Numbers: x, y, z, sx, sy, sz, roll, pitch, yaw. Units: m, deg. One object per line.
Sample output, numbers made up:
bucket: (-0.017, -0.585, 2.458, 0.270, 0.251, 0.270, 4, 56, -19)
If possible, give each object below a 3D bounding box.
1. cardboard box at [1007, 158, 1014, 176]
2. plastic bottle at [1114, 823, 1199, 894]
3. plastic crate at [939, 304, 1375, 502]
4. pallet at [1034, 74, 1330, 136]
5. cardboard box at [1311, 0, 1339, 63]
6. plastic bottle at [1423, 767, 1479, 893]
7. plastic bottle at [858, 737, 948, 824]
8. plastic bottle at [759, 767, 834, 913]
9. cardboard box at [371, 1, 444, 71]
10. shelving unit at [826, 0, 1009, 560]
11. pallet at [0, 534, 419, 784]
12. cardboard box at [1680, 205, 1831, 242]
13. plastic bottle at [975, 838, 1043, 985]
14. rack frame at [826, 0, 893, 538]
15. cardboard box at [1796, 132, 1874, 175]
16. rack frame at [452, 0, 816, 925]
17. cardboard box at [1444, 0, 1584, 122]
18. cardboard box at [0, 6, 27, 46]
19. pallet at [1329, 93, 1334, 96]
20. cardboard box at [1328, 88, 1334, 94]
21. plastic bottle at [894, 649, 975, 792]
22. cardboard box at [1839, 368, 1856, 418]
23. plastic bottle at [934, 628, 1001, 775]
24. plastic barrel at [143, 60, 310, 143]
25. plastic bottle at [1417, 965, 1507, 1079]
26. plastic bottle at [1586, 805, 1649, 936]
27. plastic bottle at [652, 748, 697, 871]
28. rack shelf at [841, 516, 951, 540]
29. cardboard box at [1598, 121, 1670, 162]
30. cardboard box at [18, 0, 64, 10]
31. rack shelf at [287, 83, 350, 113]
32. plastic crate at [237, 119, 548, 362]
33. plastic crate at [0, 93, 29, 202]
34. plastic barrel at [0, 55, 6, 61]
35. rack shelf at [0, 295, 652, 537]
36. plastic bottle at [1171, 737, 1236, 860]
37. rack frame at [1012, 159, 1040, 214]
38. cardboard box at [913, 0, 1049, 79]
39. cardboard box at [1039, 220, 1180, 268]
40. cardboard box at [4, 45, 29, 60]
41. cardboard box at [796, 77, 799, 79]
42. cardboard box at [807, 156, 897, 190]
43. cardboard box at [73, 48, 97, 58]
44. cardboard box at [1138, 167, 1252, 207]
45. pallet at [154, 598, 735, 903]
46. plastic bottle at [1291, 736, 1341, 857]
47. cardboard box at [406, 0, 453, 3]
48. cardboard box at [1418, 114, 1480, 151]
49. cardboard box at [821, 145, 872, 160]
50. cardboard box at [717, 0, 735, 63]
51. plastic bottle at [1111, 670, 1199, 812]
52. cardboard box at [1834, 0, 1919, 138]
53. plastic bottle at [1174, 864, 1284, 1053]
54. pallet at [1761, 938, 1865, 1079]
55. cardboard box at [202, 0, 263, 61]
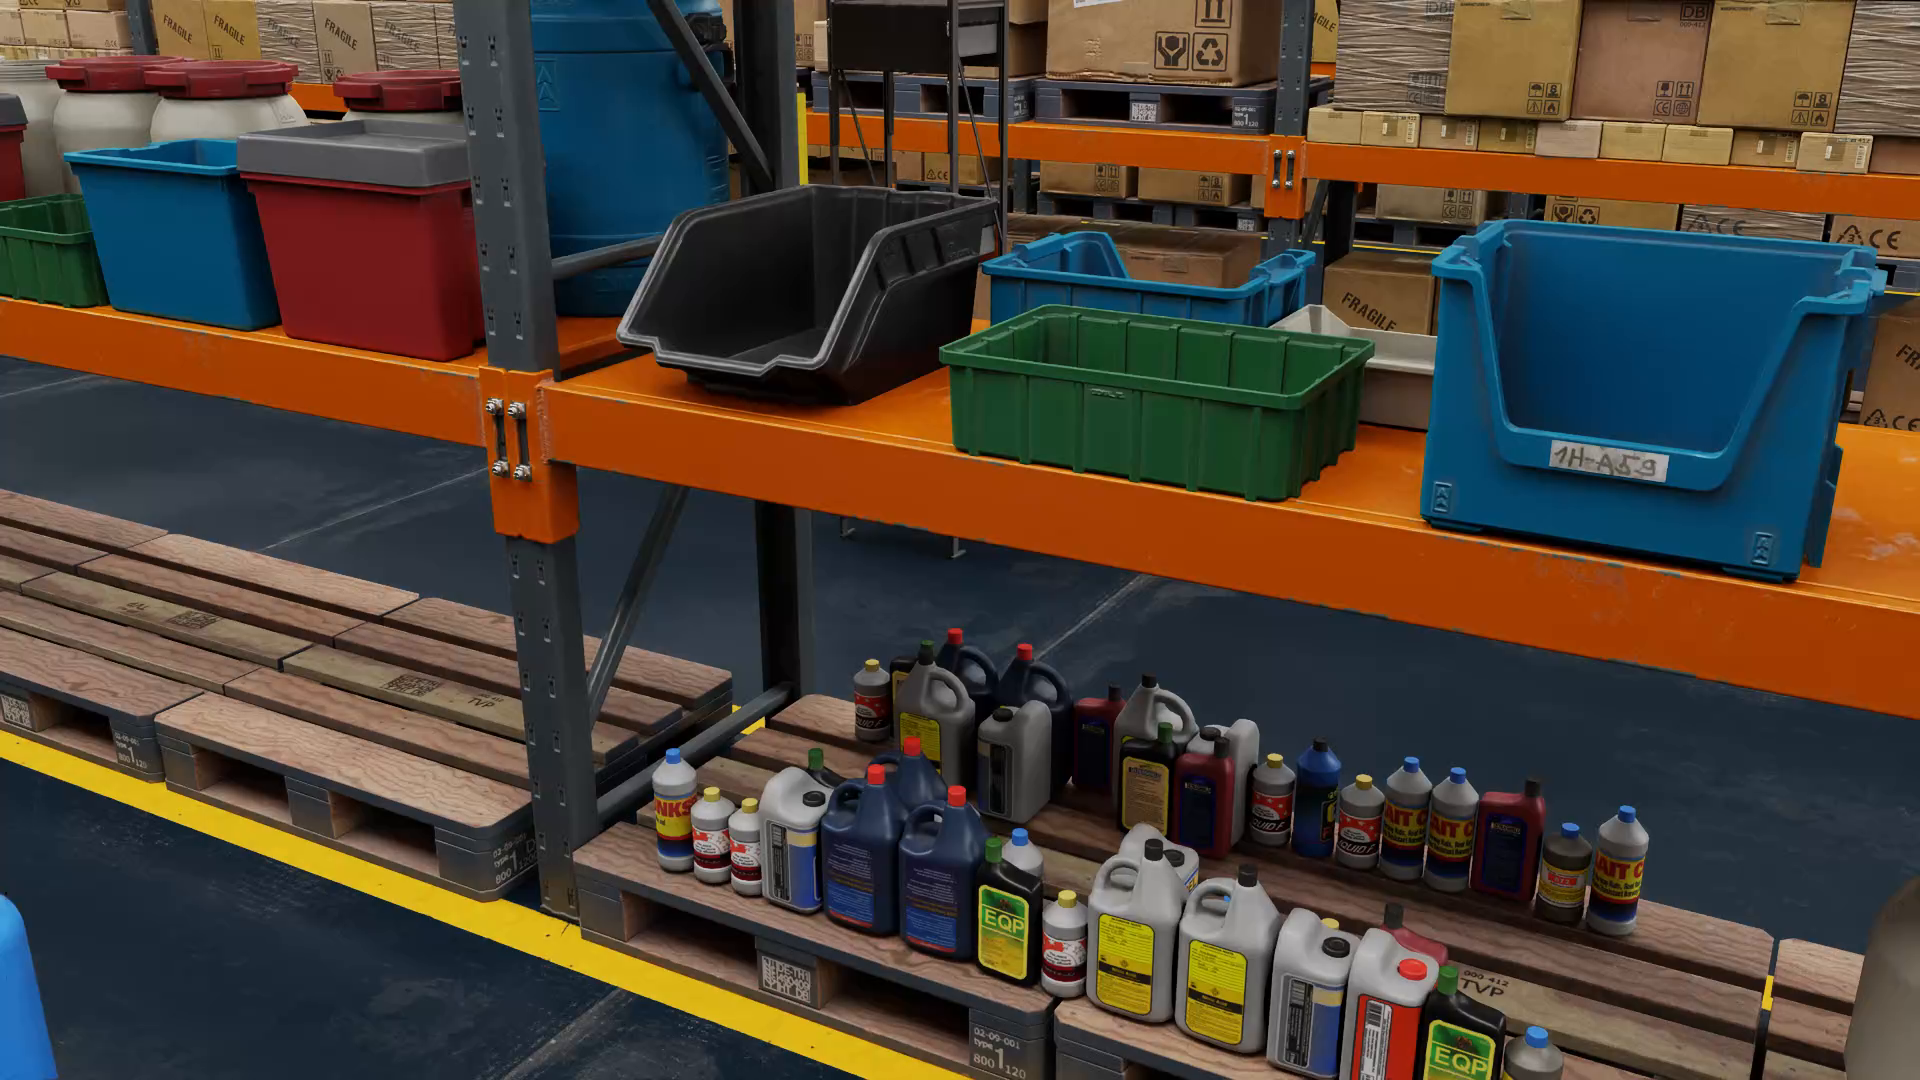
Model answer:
cardboard box: (0.243, -3.483, 14.619, 0.500, 0.500, 0.500, 10, 22, 25)
plastic bottle: (0.394, 0.717, 3.338, 0.135, 0.276, 0.152, 11, 23, 27)
plastic crate: (0.353, -0.259, 2.990, 0.662, 0.188, 0.450, 11, 23, 27)
pallet: (1.125, -2.223, 8.375, 1.213, 0.211, 1.003, 11, 23, 27)
cardboard box: (2.760, -3.825, 12.363, 0.500, 0.500, 0.500, 11, 23, 28)
plastic bottle: (1.068, 0.622, 3.608, 0.097, 0.271, 0.097, 0, 20, 0)
plastic bottle: (-0.121, 0.585, 3.592, 0.185, 0.351, 0.144, 11, 23, 27)
plastic bottle: (-0.334, 0.635, 3.566, 0.135, 0.276, 0.152, 12, 23, 29)
cardboard box: (-3.210, -3.033, 10.181, 0.500, 0.500, 0.500, 10, 22, 26)
shelving unit: (-0.145, -1.015, 6.083, 0.503, 2.100, 0.431, 11, 23, 27)
pallet: (-2.468, 0.321, 5.170, 1.213, 0.211, 1.003, 11, 23, 27)
cardboard box: (5.532, -2.527, 11.432, 0.875, 0.875, 0.875, 11, 23, 28)
plastic bottle: (0.097, 0.731, 3.289, 0.133, 0.283, 0.061, 12, 23, 30)
rack frame: (-0.358, -1.055, 6.195, 0.015, 2.100, 0.400, 11, 23, 27)
cardboard box: (3.503, -1.563, 6.645, 0.250, 0.149, 0.380, 11, 23, 27)
rack frame: (-0.694, -0.668, 3.808, 0.127, 3.000, 1.000, 11, 23, 27)
cardboard box: (2.503, -2.143, 7.290, 0.500, 0.500, 0.875, 11, 23, 27)
cardboard box: (-6.675, -3.708, 11.971, 0.500, 0.250, 0.500, 11, 23, 28)
pallet: (4.846, -6.061, 22.764, 1.213, 0.211, 1.003, 11, 23, 27)
cardboard box: (5.006, -6.265, 22.287, 0.500, 0.500, 0.500, 12, 23, 29)
plastic bottle: (-0.062, 0.435, 4.008, 0.185, 0.351, 0.144, 11, 23, 27)
cardboard box: (3.601, -0.807, 7.242, 0.500, 0.500, 0.500, 13, 24, 32)
plastic bottle: (0.009, 0.392, 4.126, 0.185, 0.351, 0.144, 10, 22, 26)
plastic barrel: (-2.063, -1.078, 4.740, 0.433, 0.535, 0.433, 0, 20, 0)
plastic bottle: (0.870, 0.878, 2.883, 0.133, 0.283, 0.061, 11, 23, 29)
plastic bottle: (1.367, 0.679, 3.451, 0.097, 0.271, 0.097, 0, 20, 0)
plastic bottle: (-0.630, 0.591, 3.692, 0.097, 0.271, 0.097, 0, 20, 0)
rack shelf: (-0.145, -0.344, 6.326, 0.480, 0.518, 0.431, 11, 23, 27)
cardboard box: (2.866, -1.699, 7.017, 0.250, 0.149, 0.380, 11, 23, 27)
cardboard box: (-6.230, -3.976, 11.612, 0.500, 0.500, 0.500, 11, 23, 28)
rack shelf: (-3.517, -2.802, 10.746, 4.000, 0.370, 1.077, 11, 23, 27)
plastic crate: (-1.266, -0.688, 3.768, 0.583, 0.464, 0.402, 11, 23, 27)
plastic crate: (-2.925, -1.004, 4.639, 0.583, 0.464, 0.402, 11, 23, 27)
plastic barrel: (-3.184, -1.278, 5.326, 0.421, 0.512, 0.421, 0, 20, 0)
rack shelf: (-2.440, -0.662, 4.848, 4.000, 0.370, 1.077, 11, 23, 27)
plastic bottle: (0.547, 0.569, 3.736, 0.133, 0.283, 0.061, 11, 23, 27)
rack frame: (0.736, -4.268, 13.731, 0.127, 3.000, 1.000, 11, 23, 27)
cardboard box: (0.163, -2.649, 8.503, 0.637, 0.503, 0.797, 13, 24, 33)
cardboard box: (0.789, -1.368, 8.757, 0.500, 0.500, 0.700, 11, 22, 27)
cardboard box: (-6.587, -3.479, 11.926, 0.250, 0.149, 0.380, 11, 23, 28)
cardboard box: (-1.540, -4.170, 15.411, 0.500, 0.250, 0.500, 12, 23, 30)
cardboard box: (-0.703, -2.004, 9.413, 0.500, 0.250, 0.500, 14, 24, 33)
cardboard box: (-5.914, -3.351, 11.572, 0.250, 0.149, 0.380, 11, 23, 28)
cardboard box: (1.989, -3.135, 13.292, 0.750, 0.750, 1.050, 11, 23, 28)
pallet: (-1.399, 0.524, 4.612, 1.213, 0.211, 1.003, 11, 23, 27)
plastic bottle: (0.804, 0.571, 3.747, 0.097, 0.271, 0.097, 0, 20, 0)
cardboard box: (-2.969, -3.562, 10.168, 0.637, 0.503, 0.797, 11, 23, 29)
cardboard box: (2.206, -1.820, 7.353, 0.250, 0.149, 0.380, 11, 23, 27)
cardboard box: (-0.887, -3.492, 14.643, 0.500, 0.500, 0.500, 10, 22, 25)
cardboard box: (-1.280, -2.974, 9.403, 0.500, 0.500, 0.500, 8, 21, 21)
plastic bottle: (0.458, 0.477, 3.890, 0.185, 0.351, 0.144, 11, 22, 27)
cardboard box: (3.836, -1.907, 6.641, 0.500, 0.500, 0.875, 11, 23, 27)
plastic bottle: (0.507, 0.761, 3.107, 0.185, 0.351, 0.144, 12, 23, 30)
pallet: (2.002, 1.173, 2.823, 1.213, 0.211, 1.003, 11, 23, 27)
cardboard box: (-4.544, -3.286, 10.878, 0.500, 0.500, 0.500, 11, 23, 27)
